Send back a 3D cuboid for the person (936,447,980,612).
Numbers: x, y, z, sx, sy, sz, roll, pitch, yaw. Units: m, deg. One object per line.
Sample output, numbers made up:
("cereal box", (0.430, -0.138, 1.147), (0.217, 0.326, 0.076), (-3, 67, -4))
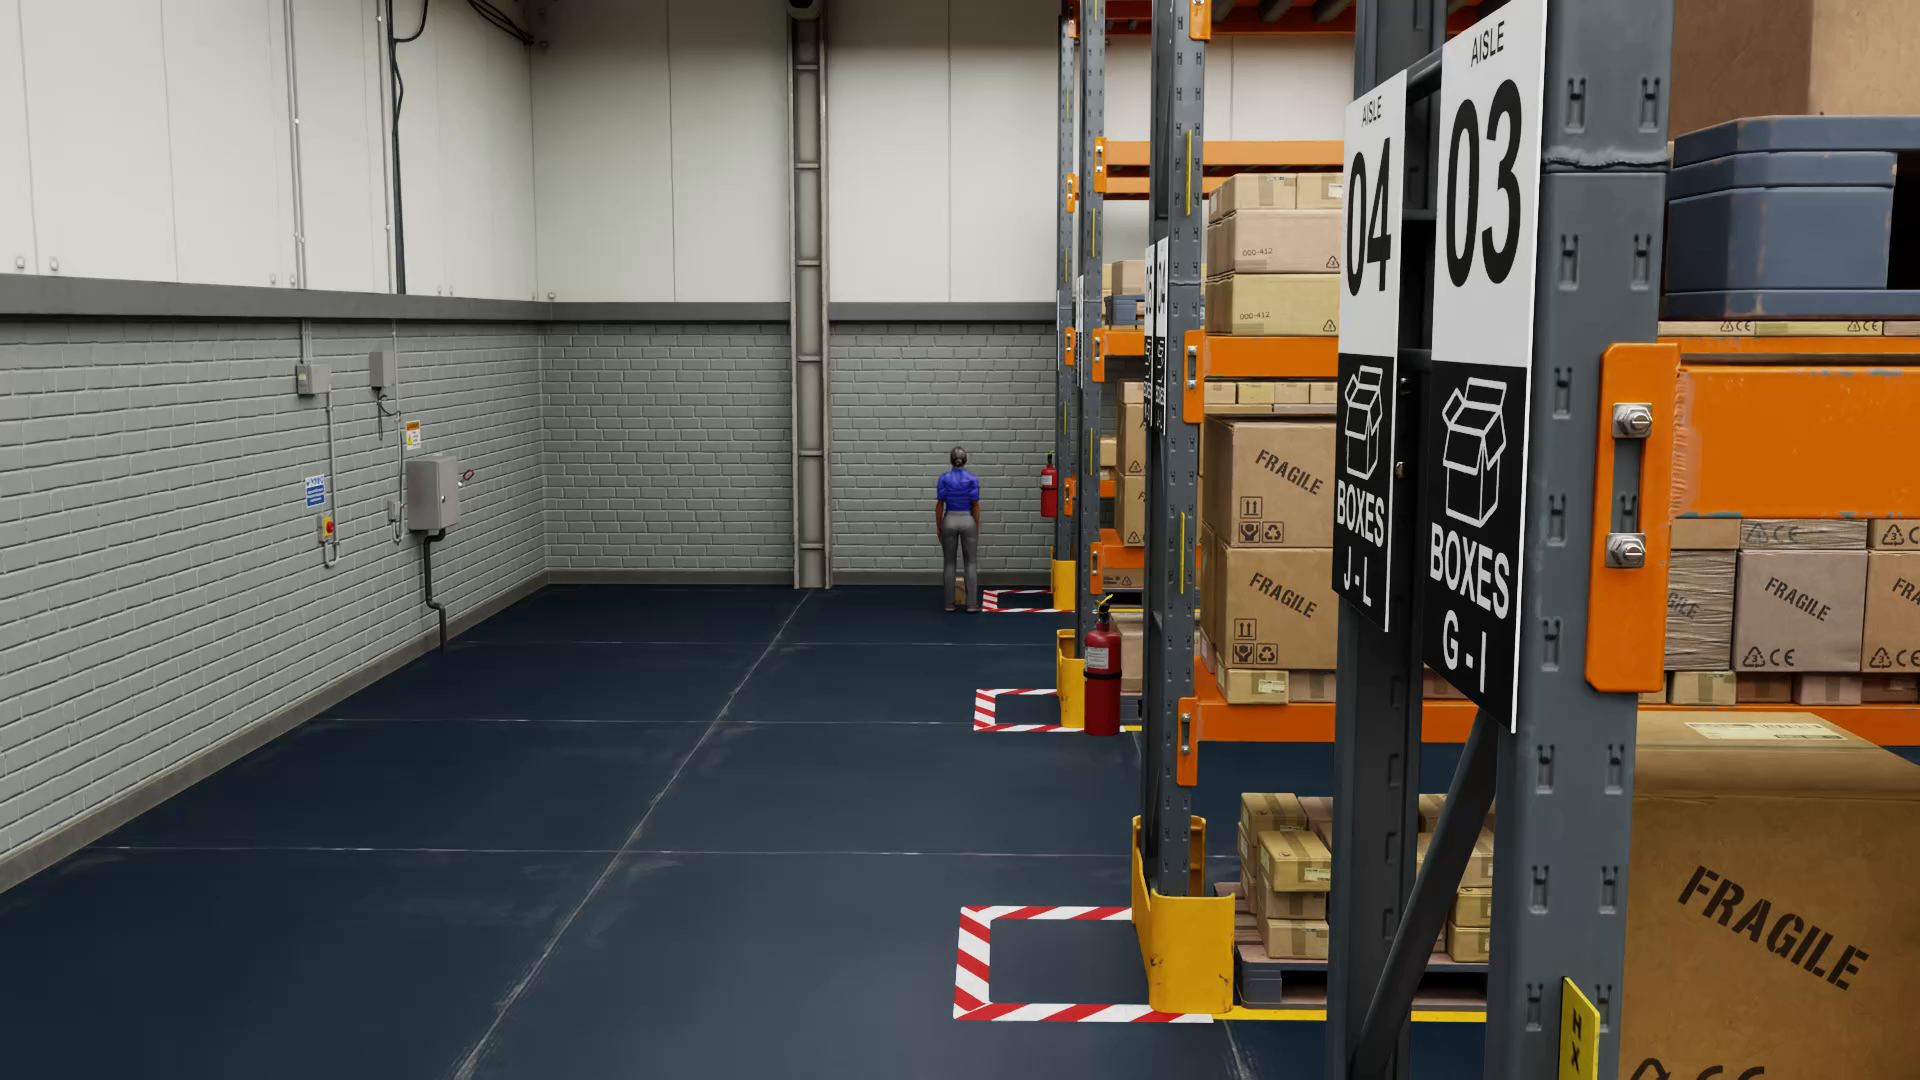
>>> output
("person", (-0.021, -0.106, 16.630), (0.443, 1.662, 0.338), (1, 7, 5))
